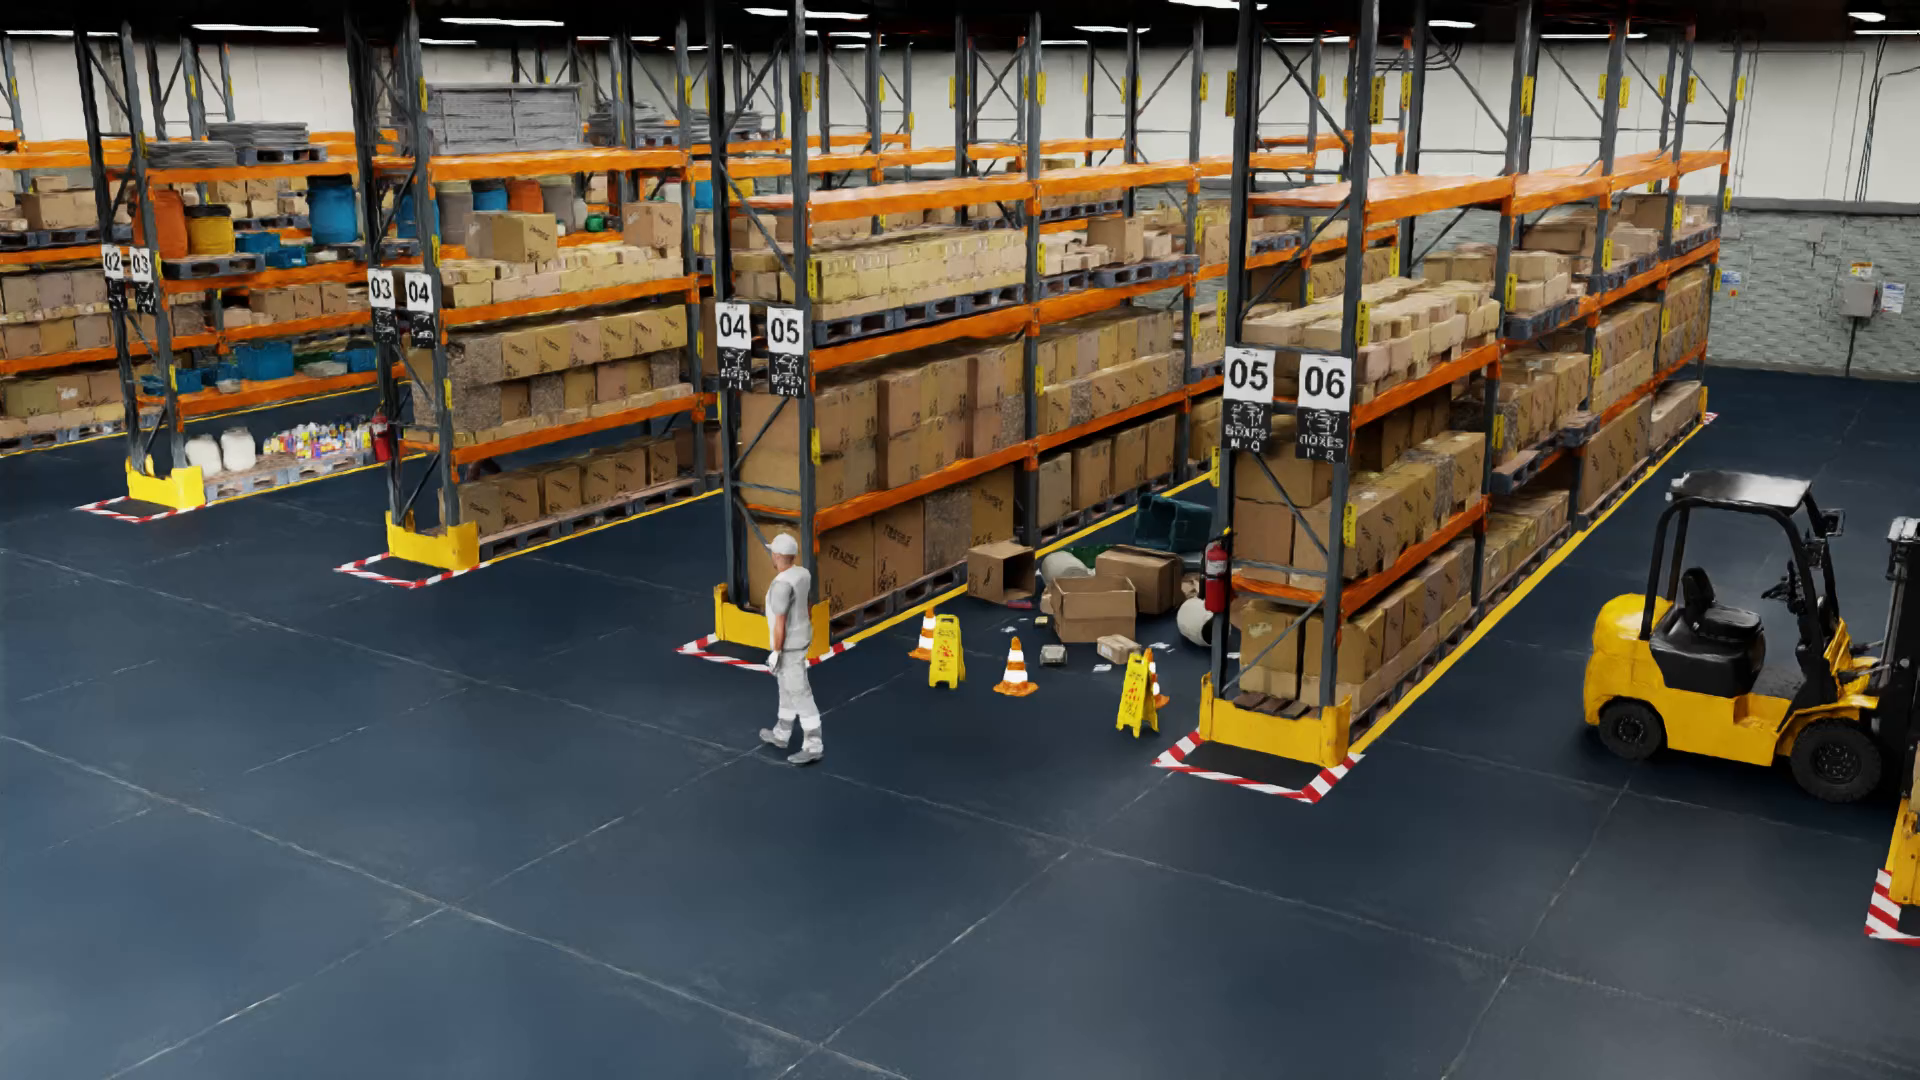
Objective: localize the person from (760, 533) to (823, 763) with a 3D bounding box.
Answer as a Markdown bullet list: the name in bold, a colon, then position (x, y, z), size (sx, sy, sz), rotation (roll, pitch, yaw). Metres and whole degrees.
- **person**: position (-1.354, 0.813, 12.987), size (0.623, 1.789, 0.675), rotation (3, 16, 12)

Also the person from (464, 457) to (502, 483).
- **person**: position (-6.052, -1.267, 20.665), size (0.543, 1.648, 1.115), rotation (11, 19, 34)
